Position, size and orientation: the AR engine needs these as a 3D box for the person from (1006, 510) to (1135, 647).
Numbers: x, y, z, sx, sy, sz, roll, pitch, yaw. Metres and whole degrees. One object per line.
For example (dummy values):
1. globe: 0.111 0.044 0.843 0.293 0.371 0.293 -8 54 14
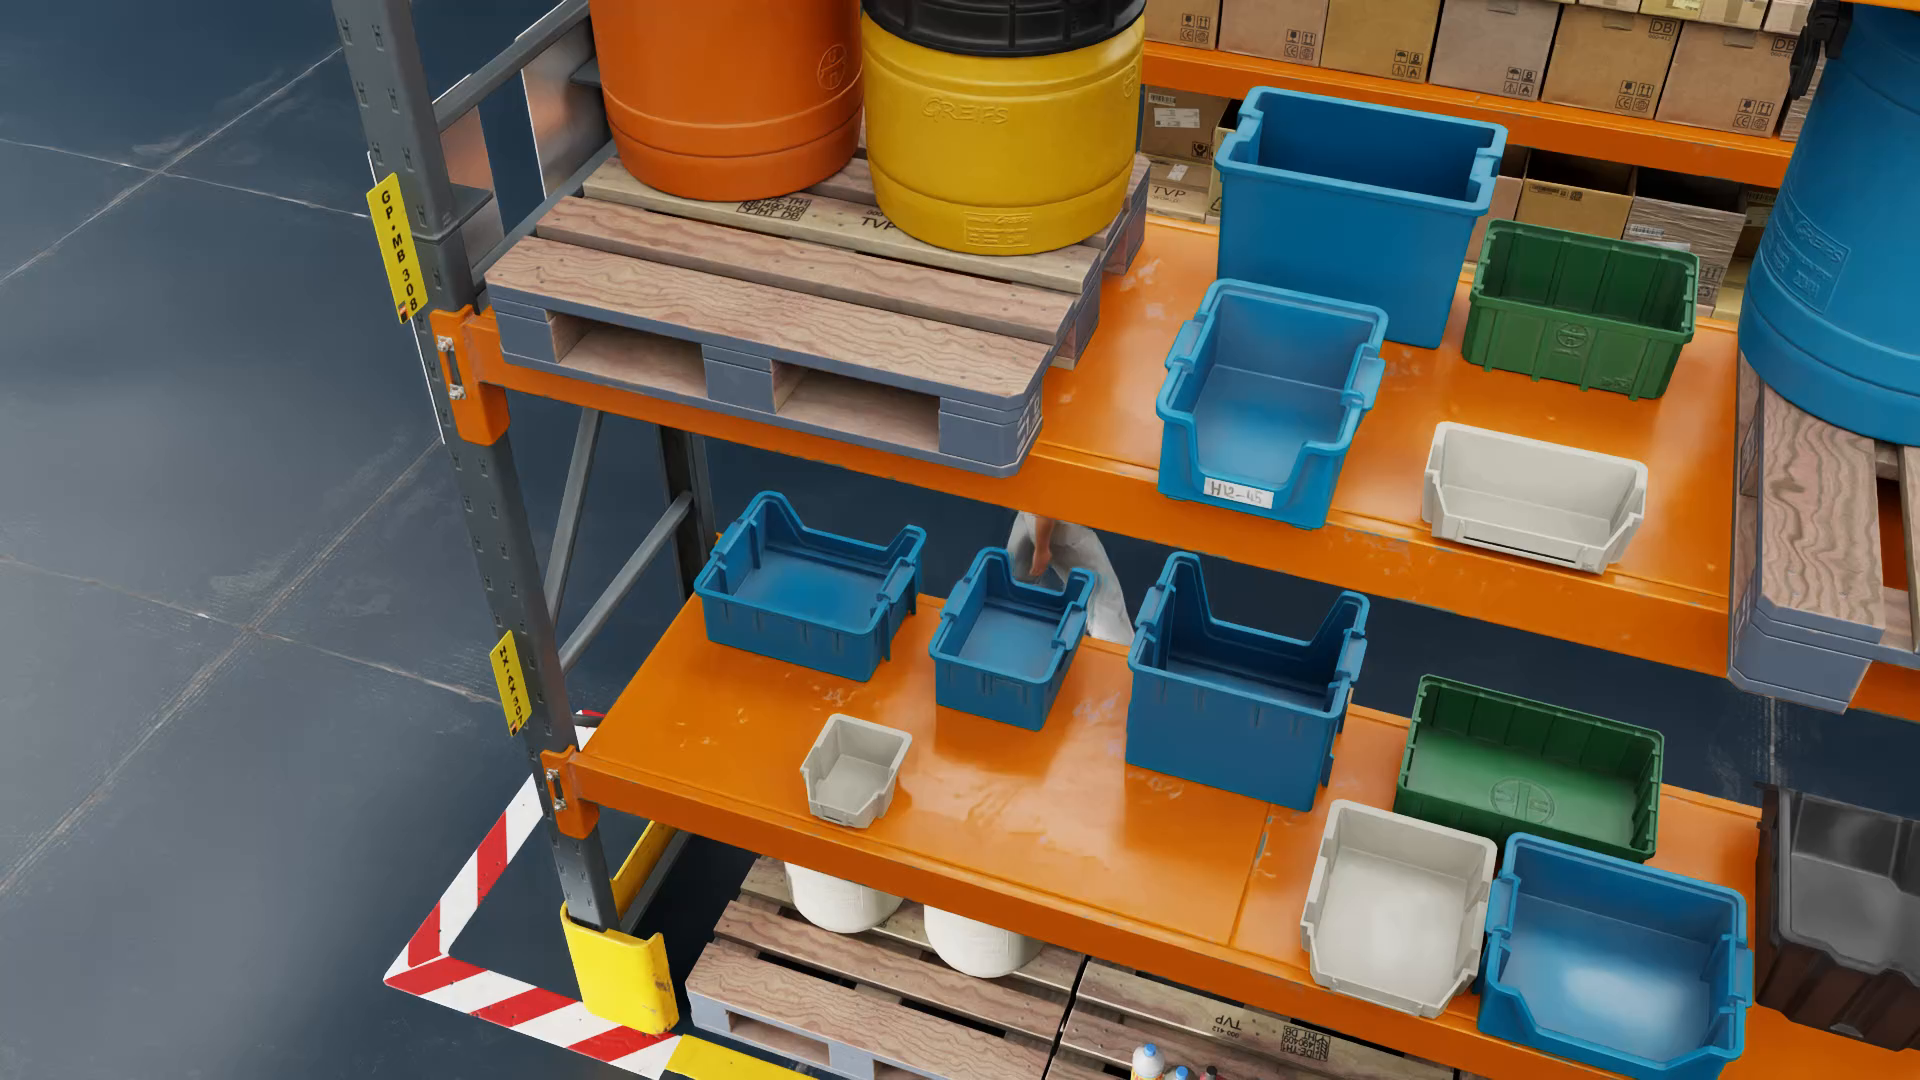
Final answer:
1. person: 0.459 -0.093 6.260 0.925 1.622 0.455 0 42 0
